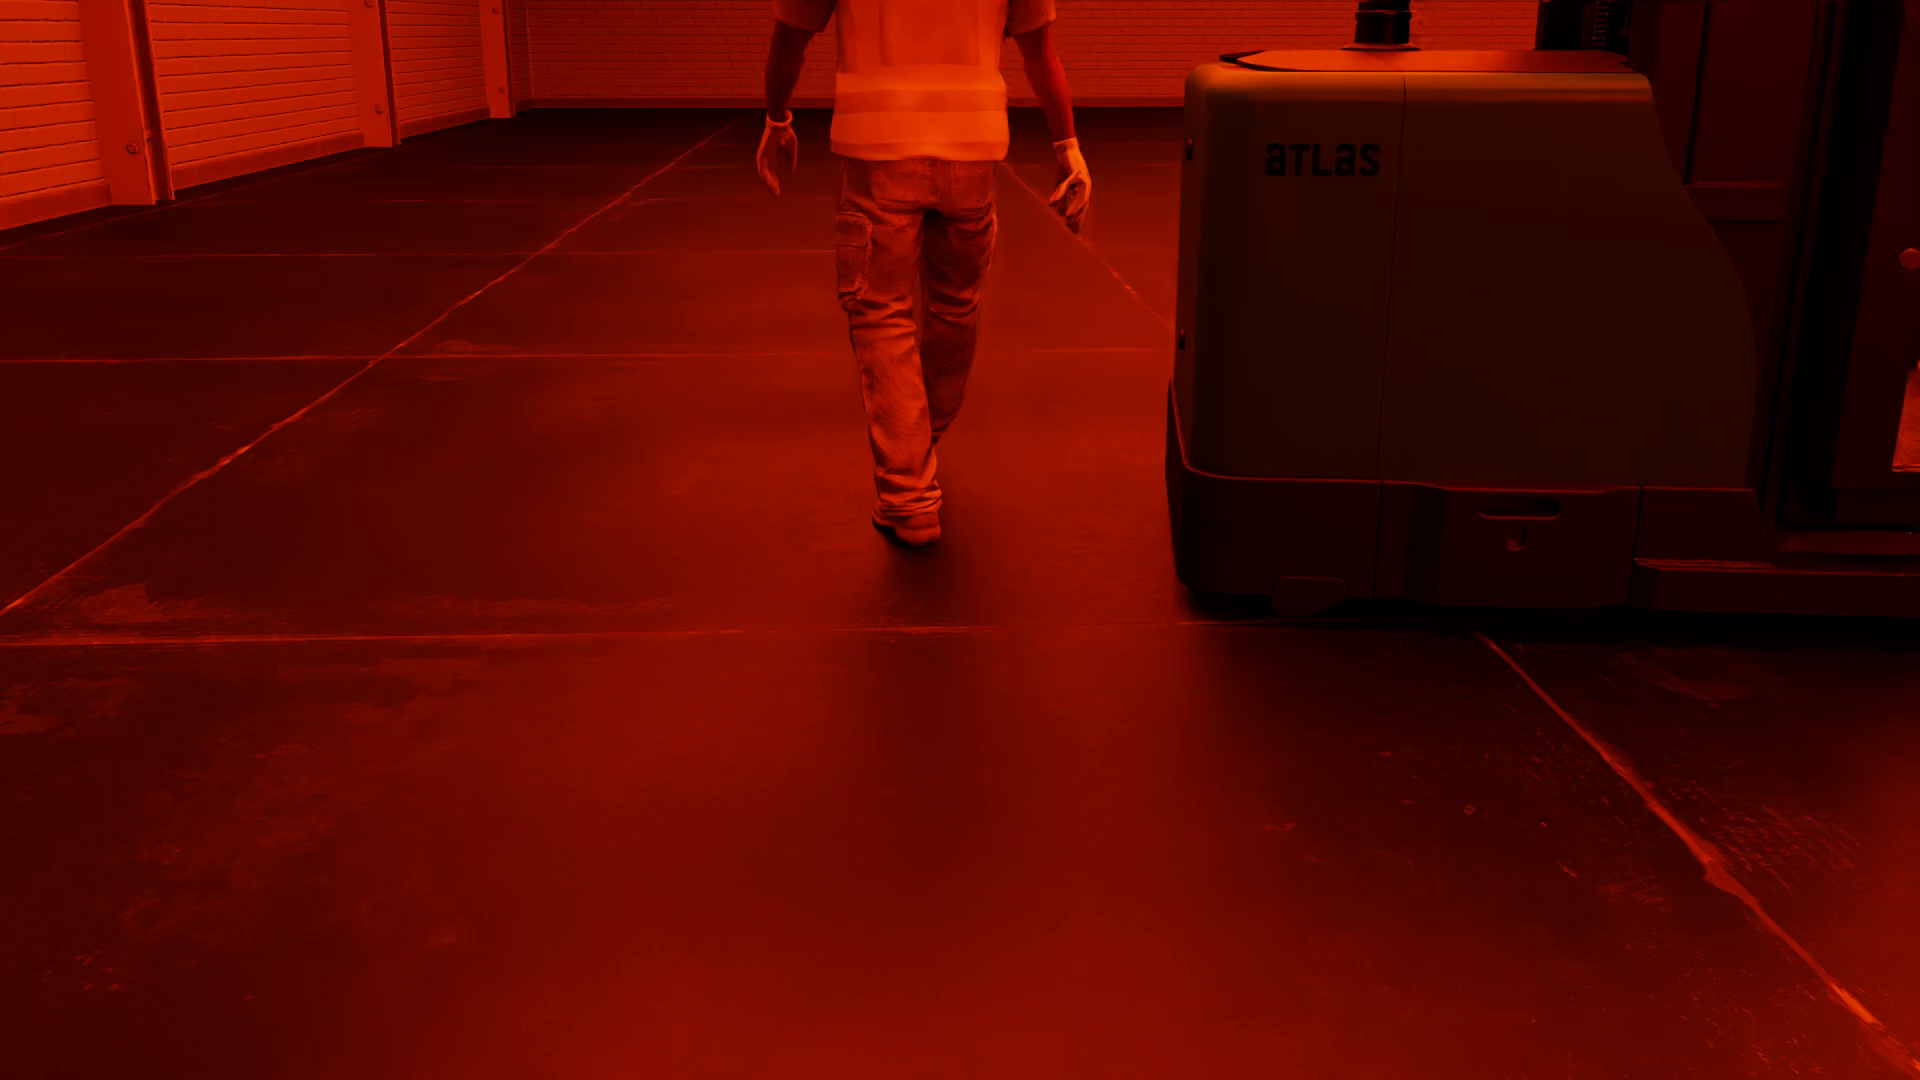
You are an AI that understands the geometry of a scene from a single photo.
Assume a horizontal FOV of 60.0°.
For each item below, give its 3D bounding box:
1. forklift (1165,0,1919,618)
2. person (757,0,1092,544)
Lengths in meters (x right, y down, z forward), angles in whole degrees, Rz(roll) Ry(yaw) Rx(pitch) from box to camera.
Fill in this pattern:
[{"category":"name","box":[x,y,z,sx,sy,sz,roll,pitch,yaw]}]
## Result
[{"category":"forklift","box":[1.995,-1.341,3.290,3.031,2.935,1.130,1,17,5]},{"category":"person","box":[-0.107,-0.954,4.077,0.733,1.728,0.932,-6,18,-18]}]
